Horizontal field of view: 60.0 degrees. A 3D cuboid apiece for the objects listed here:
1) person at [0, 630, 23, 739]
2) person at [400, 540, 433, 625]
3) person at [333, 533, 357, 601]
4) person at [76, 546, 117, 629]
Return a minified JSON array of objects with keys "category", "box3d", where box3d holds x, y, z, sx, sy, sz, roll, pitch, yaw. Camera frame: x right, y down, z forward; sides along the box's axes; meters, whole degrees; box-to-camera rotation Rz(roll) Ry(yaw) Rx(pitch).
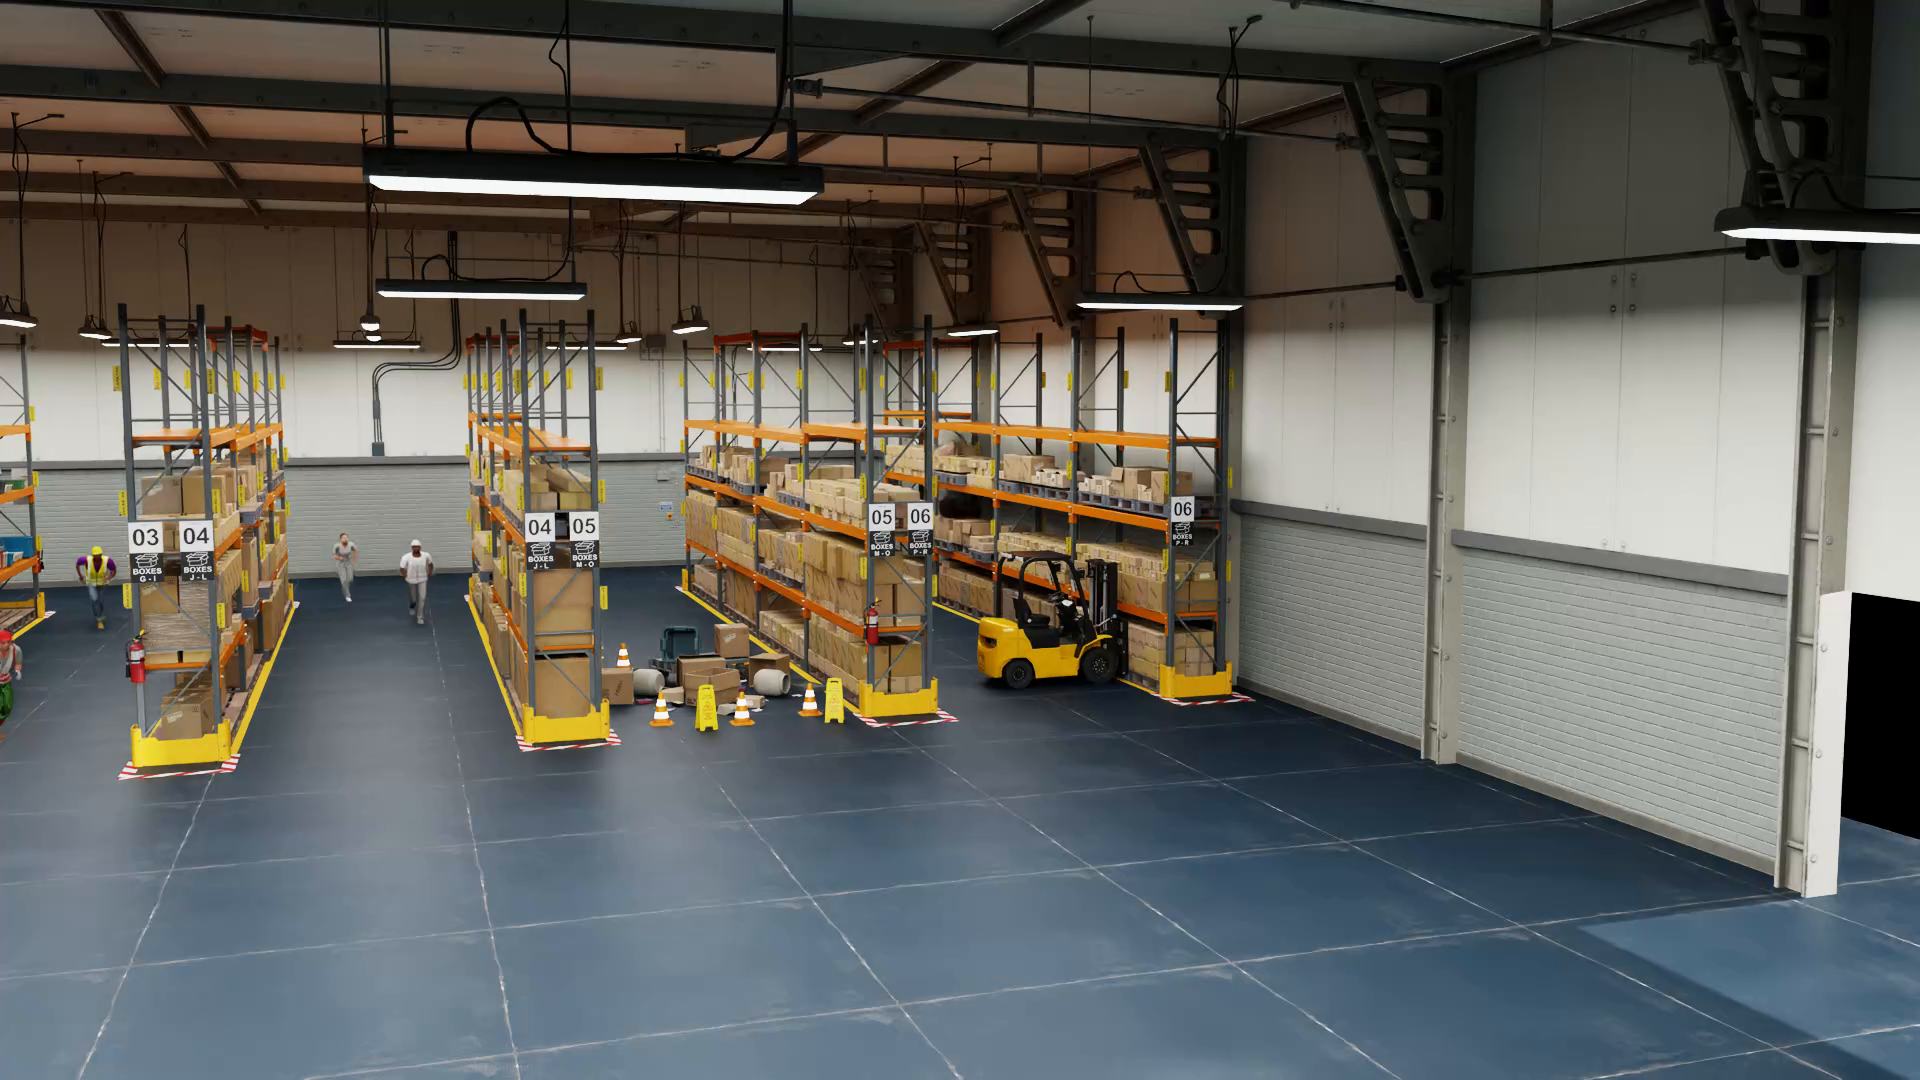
[{"category":"person","box3d":[-13.427,2.024,23.149,0.827,1.590,0.693,4,7,37]},{"category":"person","box3d":[-11.294,0.854,34.576,0.666,1.745,0.900,-2,6,-24]},{"category":"person","box3d":[-14.069,0.614,38.074,0.554,1.594,0.689,-3,6,-25]},{"category":"person","box3d":[-17.704,0.955,34.117,0.745,1.715,1.061,-3,6,-28]}]
